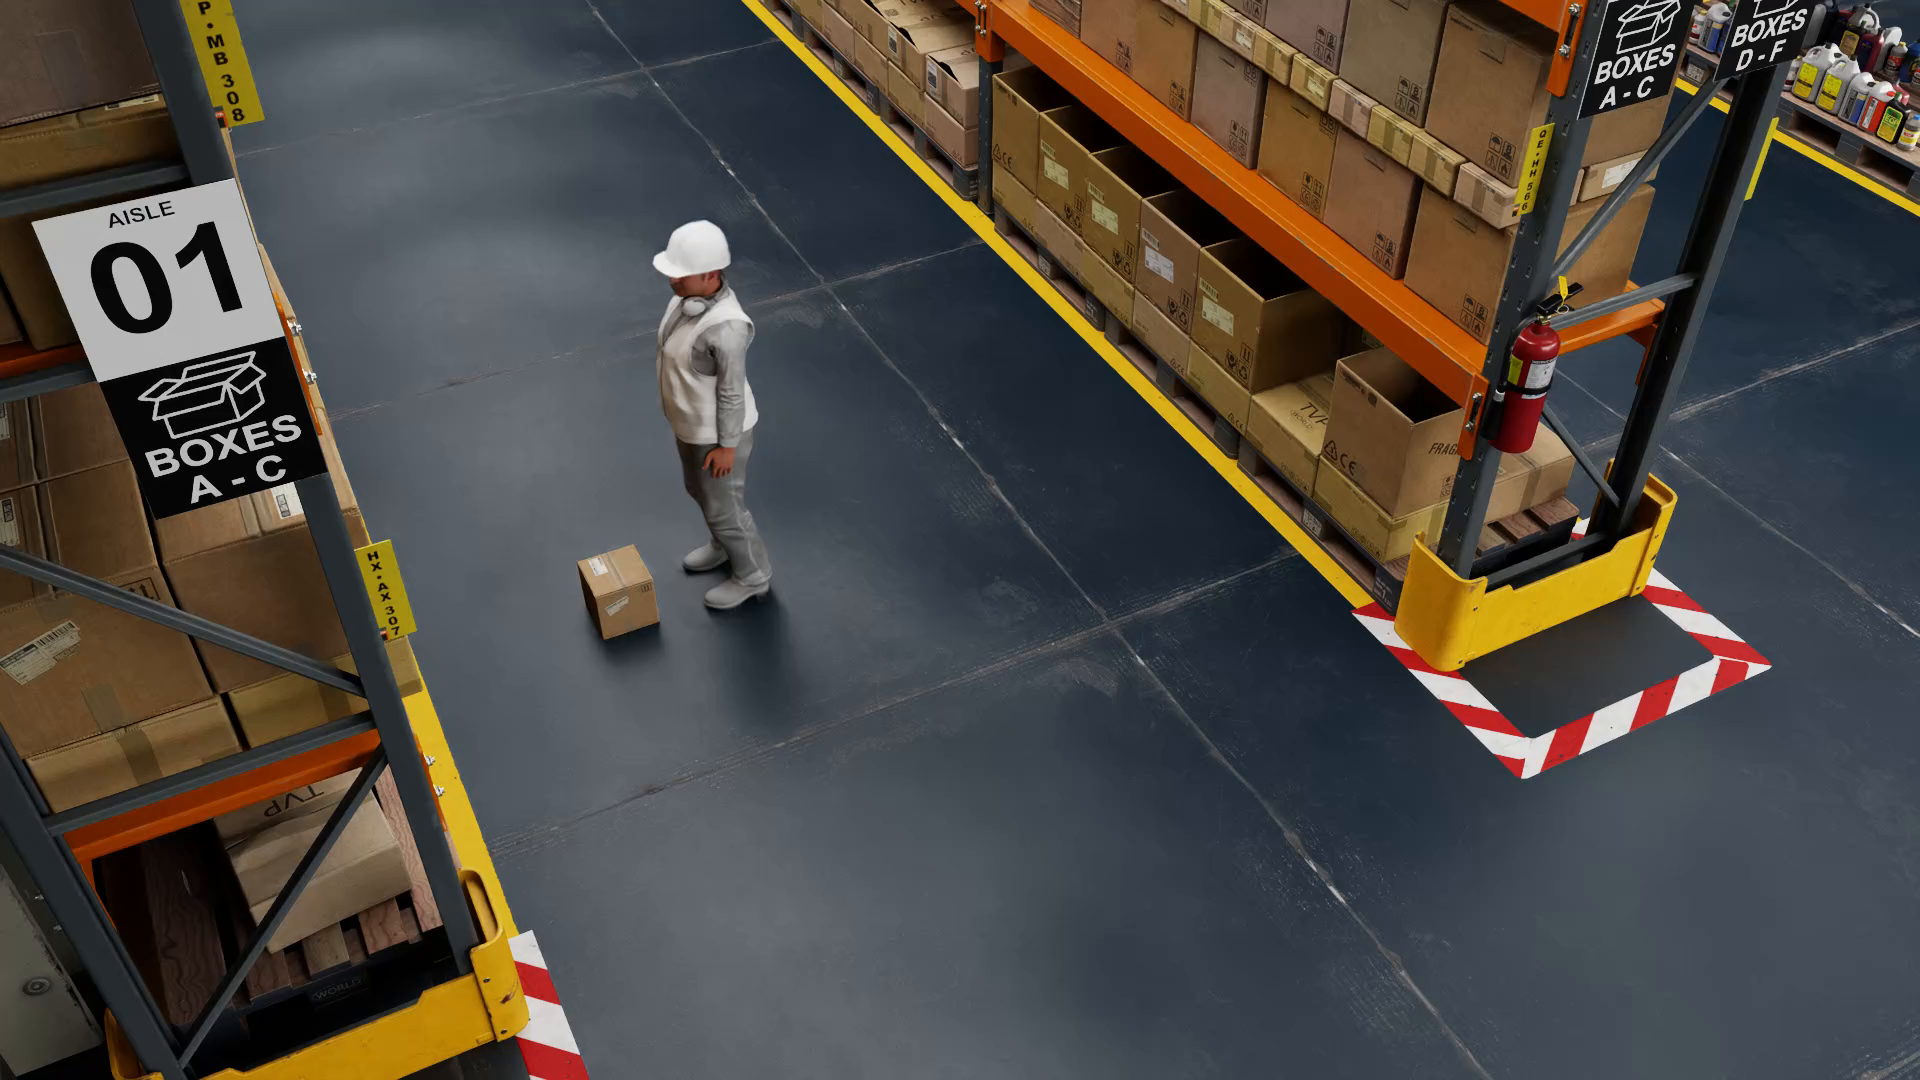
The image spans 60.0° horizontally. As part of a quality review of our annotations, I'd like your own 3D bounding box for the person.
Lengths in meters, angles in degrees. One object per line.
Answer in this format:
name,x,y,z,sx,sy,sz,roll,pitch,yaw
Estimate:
person,-1.006,-0.491,6.707,0.360,1.767,0.531,-18,44,-19
